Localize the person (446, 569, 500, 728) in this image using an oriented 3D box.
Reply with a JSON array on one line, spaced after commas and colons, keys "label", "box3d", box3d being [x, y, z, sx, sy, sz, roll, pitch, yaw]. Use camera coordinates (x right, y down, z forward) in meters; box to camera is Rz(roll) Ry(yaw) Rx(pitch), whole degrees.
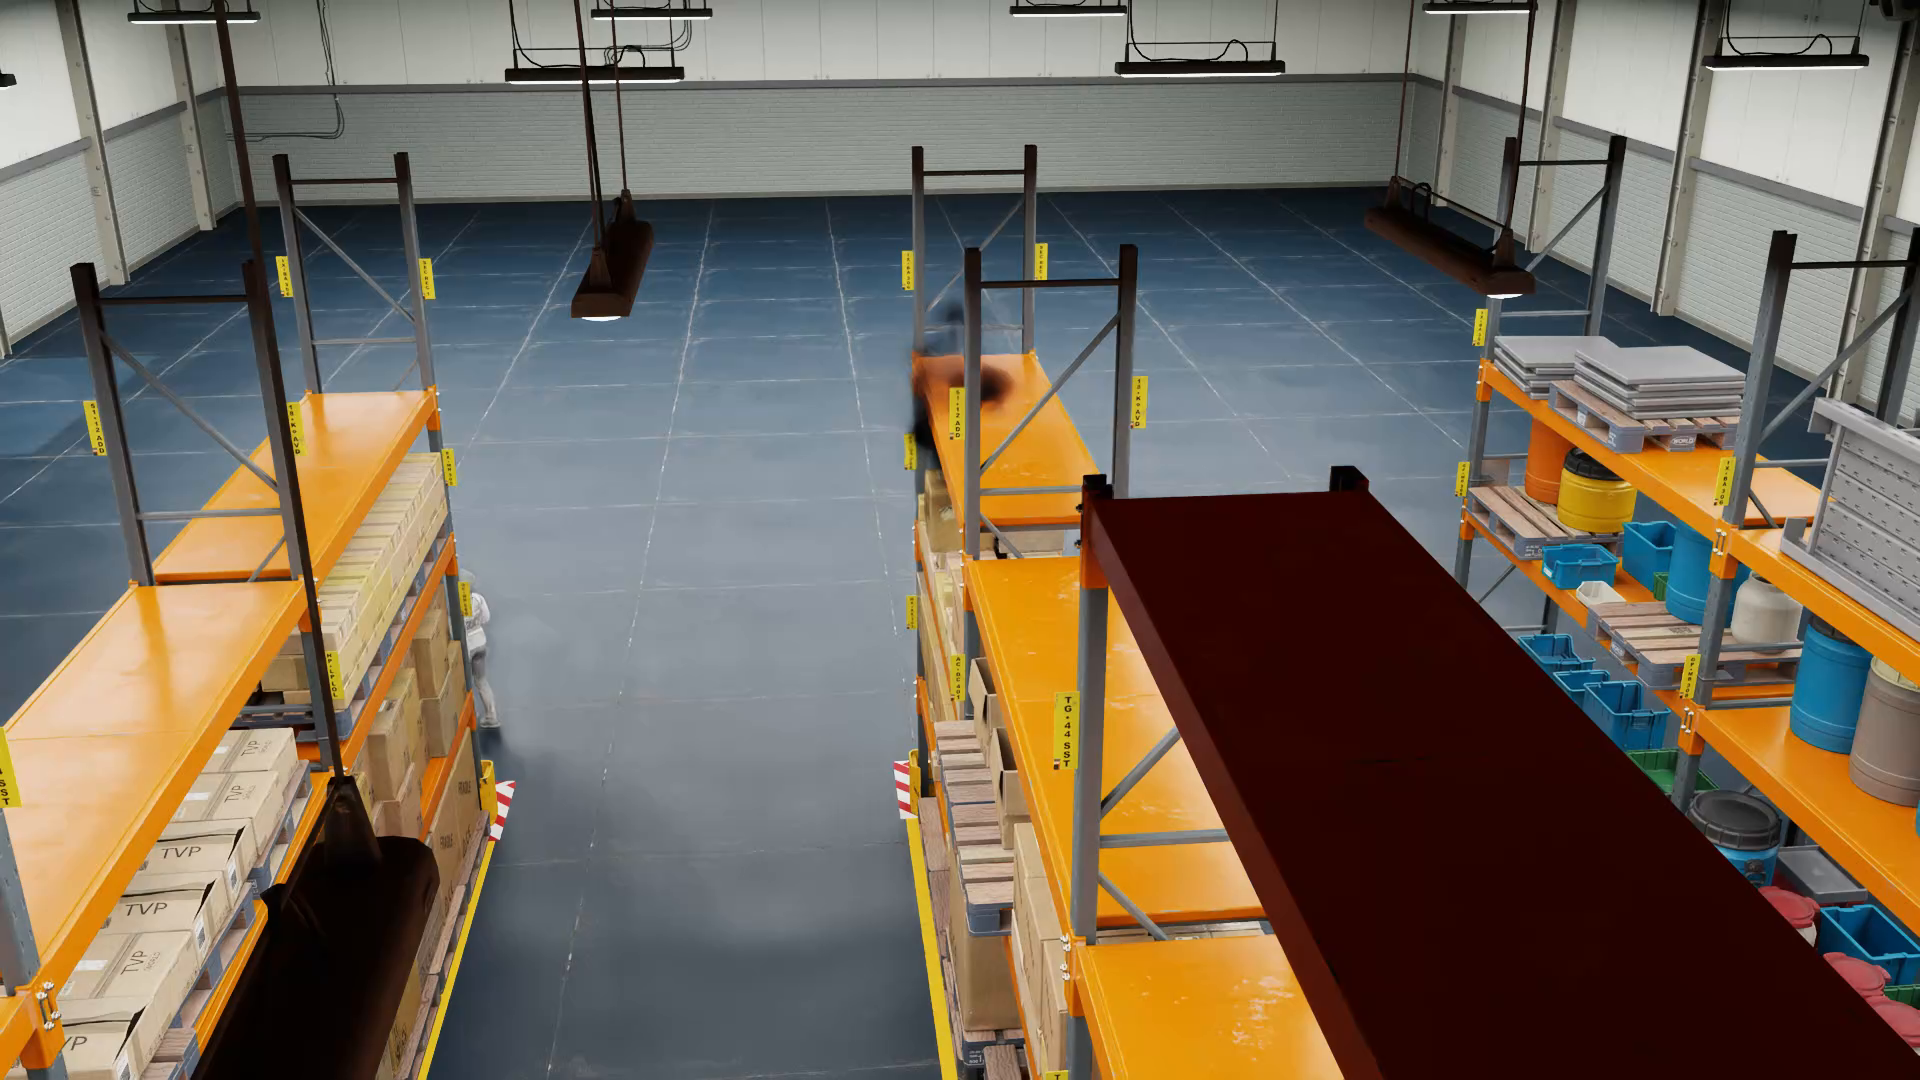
[{"label": "person", "box3d": [-4.898, 1.093, 16.609, 0.701, 1.720, 0.558, 17, 27, 37]}]
